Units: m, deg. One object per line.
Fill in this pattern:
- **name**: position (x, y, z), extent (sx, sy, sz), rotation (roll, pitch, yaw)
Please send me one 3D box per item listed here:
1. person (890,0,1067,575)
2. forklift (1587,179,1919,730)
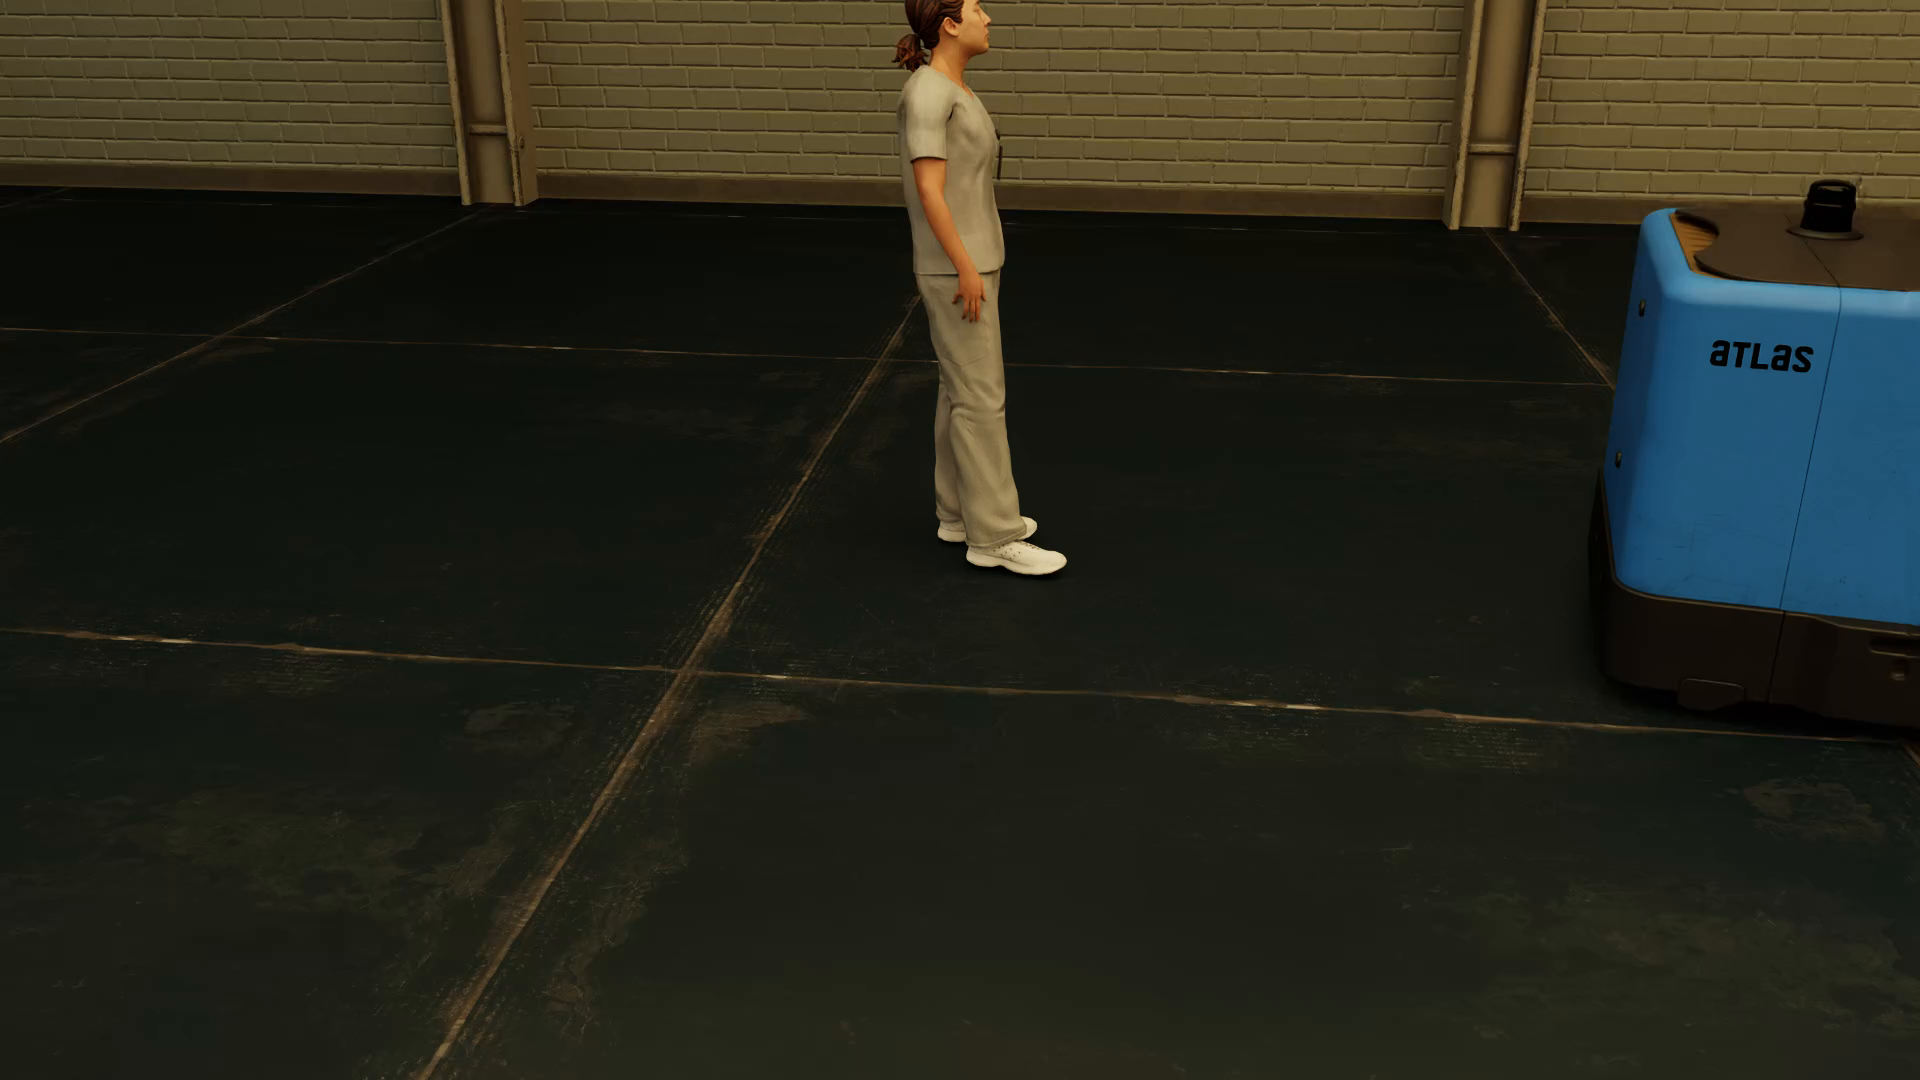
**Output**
- **person**: position (0.071, -0.771, 4.843), extent (0.549, 1.666, 0.550), rotation (3, 22, 7)
- **forklift**: position (3.183, -0.957, 3.630), extent (3.031, 2.935, 1.130), rotation (7, 23, 16)
